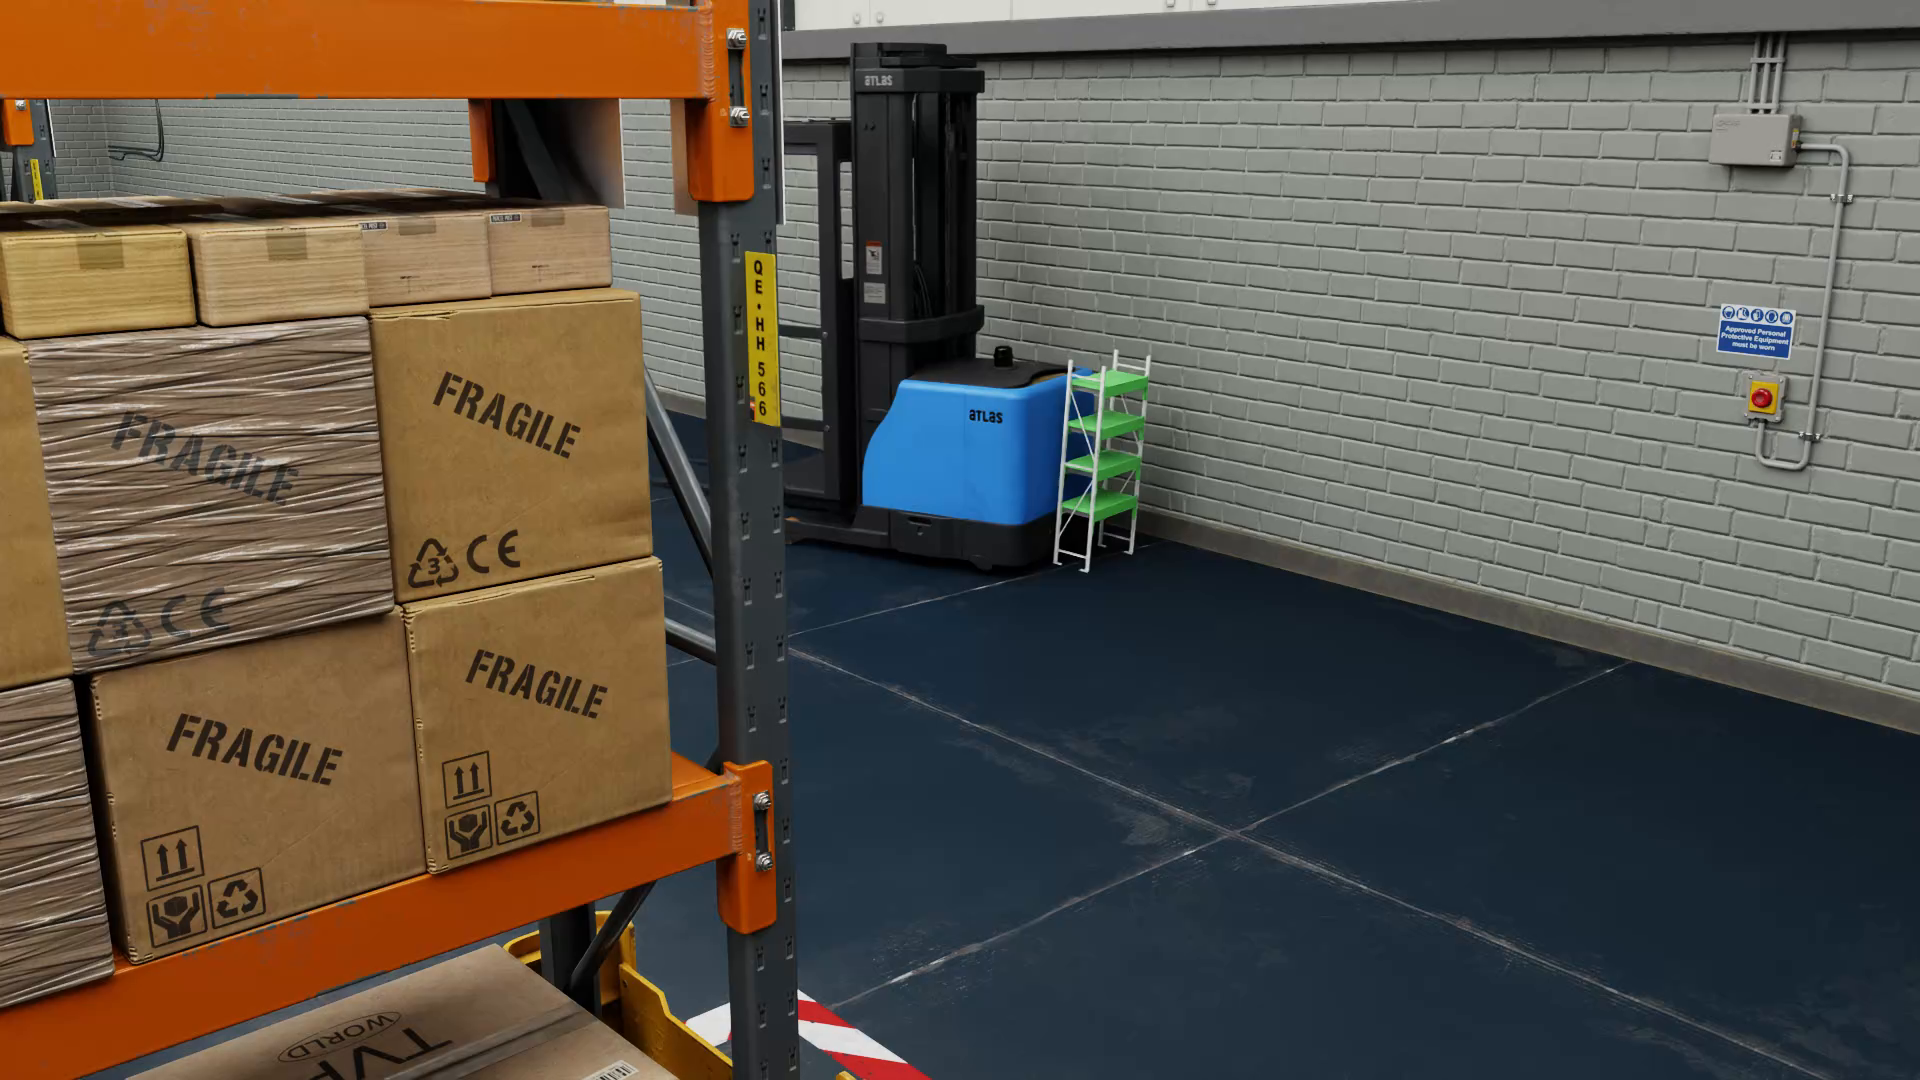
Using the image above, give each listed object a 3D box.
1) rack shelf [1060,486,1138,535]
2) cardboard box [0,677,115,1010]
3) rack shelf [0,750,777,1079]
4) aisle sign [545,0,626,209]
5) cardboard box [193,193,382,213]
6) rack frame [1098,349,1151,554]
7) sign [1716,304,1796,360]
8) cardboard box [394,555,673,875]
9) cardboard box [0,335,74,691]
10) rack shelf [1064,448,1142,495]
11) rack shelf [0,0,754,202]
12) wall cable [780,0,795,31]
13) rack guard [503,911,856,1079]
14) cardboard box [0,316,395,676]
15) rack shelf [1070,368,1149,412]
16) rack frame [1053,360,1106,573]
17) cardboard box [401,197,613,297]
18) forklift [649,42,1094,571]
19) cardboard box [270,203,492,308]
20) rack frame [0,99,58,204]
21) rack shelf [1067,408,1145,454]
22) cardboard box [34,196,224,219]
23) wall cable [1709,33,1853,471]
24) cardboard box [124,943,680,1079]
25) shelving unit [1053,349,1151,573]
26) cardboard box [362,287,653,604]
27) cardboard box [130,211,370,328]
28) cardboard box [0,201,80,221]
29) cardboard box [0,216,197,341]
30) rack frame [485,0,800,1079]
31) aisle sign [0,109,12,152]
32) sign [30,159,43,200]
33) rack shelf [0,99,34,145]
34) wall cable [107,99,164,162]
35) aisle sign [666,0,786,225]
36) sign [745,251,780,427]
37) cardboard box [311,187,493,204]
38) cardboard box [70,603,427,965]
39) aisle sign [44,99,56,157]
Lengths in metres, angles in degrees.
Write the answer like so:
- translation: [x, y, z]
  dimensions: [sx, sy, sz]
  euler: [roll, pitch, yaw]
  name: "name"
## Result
- translation: [0.805, -0.173, 9.716]
  dimensions: [0.258, 0.148, 0.480]
  euler: [15, 21, 34]
  name: "rack shelf"
- translation: [-1.683, 0.440, 2.596]
  dimensions: [0.500, 0.500, 0.500]
  euler: [-12, 19, -38]
  name: "cardboard box"
- translation: [-2.232, 0.870, 2.573]
  dimensions: [4.000, 0.370, 1.077]
  euler: [-13, 19, -39]
  name: "rack shelf"
- translation: [-0.859, -1.141, 3.670]
  dimensions: [0.004, 0.787, 0.394]
  euler: [-13, 19, -39]
  name: "aisle sign"
- translation: [-1.324, -0.596, 3.281]
  dimensions: [0.250, 0.149, 0.380]
  euler: [-12, 19, -38]
  name: "cardboard box"
- translation: [0.968, -0.514, 9.814]
  dimensions: [0.240, 1.200, 0.015]
  euler: [15, 21, 34]
  name: "rack frame"
- translation: [3.530, -0.926, 7.381]
  dimensions: [0.001, 0.218, 0.327]
  euler: [-13, 19, -39]
  name: "sign"
- translation: [-0.913, 0.269, 3.237]
  dimensions: [0.500, 0.500, 0.500]
  euler: [-13, 19, -39]
  name: "cardboard box"
- translation: [-1.681, -0.042, 2.463]
  dimensions: [0.500, 0.500, 0.500]
  euler: [-13, 20, -40]
  name: "cardboard box"
- translation: [0.818, -0.402, 9.644]
  dimensions: [0.258, 0.148, 0.480]
  euler: [15, 21, 34]
  name: "rack shelf"
- translation: [-2.232, -0.579, 2.186]
  dimensions: [4.000, 0.370, 1.077]
  euler: [-13, 19, -39]
  name: "rack shelf"
- translation: [-0.700, -6.485, 10.856]
  dimensions: [0.120, 5.999, 2.277]
  euler: [-13, 19, -39]
  name: "wall cable"
- translation: [-0.705, 1.388, 4.086]
  dimensions: [0.348, 0.500, 1.175]
  euler: [-13, 19, -39]
  name: "rack guard"
- translation: [-1.306, -0.125, 2.774]
  dimensions: [0.500, 0.500, 0.500]
  euler: [-13, 19, -39]
  name: "cardboard box"
- translation: [0.845, -0.859, 9.501]
  dimensions: [0.258, 0.148, 0.480]
  euler: [15, 21, 34]
  name: "rack shelf"
- translation: [0.677, -0.412, 9.436]
  dimensions: [0.240, 1.200, 0.015]
  euler: [15, 21, 34]
  name: "rack frame"
- translation: [-0.862, -0.561, 3.149]
  dimensions: [0.250, 0.149, 0.380]
  euler: [-12, 19, -39]
  name: "cardboard box"
- translation: [-0.716, -1.496, 10.171]
  dimensions: [3.031, 2.935, 1.130]
  euler: [8, 17, 29]
  name: "forklift"
- translation: [-1.038, -0.513, 2.971]
  dimensions: [0.250, 0.149, 0.380]
  euler: [-12, 19, -38]
  name: "cardboard box"
- translation: [-4.049, -0.763, 7.292]
  dimensions: [0.127, 3.000, 1.000]
  euler: [-13, 19, -39]
  name: "rack frame"
- translation: [0.832, -0.631, 9.573]
  dimensions: [0.258, 0.148, 0.480]
  euler: [15, 21, 34]
  name: "rack shelf"
- translation: [-1.595, -0.575, 3.200]
  dimensions: [0.250, 0.149, 0.380]
  euler: [-12, 19, -38]
  name: "cardboard box"
- translation: [3.515, -1.282, 7.206]
  dimensions: [0.123, 1.953, 0.585]
  euler: [-13, 19, -39]
  name: "wall cable"
- translation: [-1.155, 1.350, 3.534]
  dimensions: [0.875, 0.438, 0.875]
  euler: [-14, 20, -41]
  name: "cardboard box"
- translation: [0.822, -0.463, 9.625]
  dimensions: [0.258, 1.200, 0.503]
  euler: [15, 21, 34]
  name: "shelving unit"
- translation: [-0.931, -0.219, 3.127]
  dimensions: [0.500, 0.500, 0.500]
  euler: [-12, 19, -38]
  name: "cardboard box"
- translation: [-1.178, -0.453, 2.746]
  dimensions: [0.250, 0.149, 0.380]
  euler: [-13, 20, -40]
  name: "cardboard box"
- translation: [-1.782, -0.526, 3.020]
  dimensions: [0.250, 0.149, 0.380]
  euler: [-13, 20, -41]
  name: "cardboard box"
- translation: [-1.395, -0.418, 2.616]
  dimensions: [0.250, 0.149, 0.380]
  euler: [-12, 19, -38]
  name: "cardboard box"
- translation: [-0.721, 0.185, 3.746]
  dimensions: [0.053, 2.616, 0.949]
  euler: [-13, 19, -39]
  name: "rack frame"
- translation: [-4.191, -2.089, 7.222]
  dimensions: [0.004, 0.787, 0.394]
  euler: [-13, 19, -39]
  name: "aisle sign"
- translation: [-3.700, -1.363, 6.685]
  dimensions: [0.005, 0.325, 0.100]
  euler: [-13, 19, -39]
  name: "sign"
- translation: [-5.558, -1.525, 5.730]
  dimensions: [4.000, 0.370, 1.077]
  euler: [-13, 19, -39]
  name: "rack shelf"
- translation: [-12.482, -6.925, 24.755]
  dimensions: [0.112, 2.526, 3.097]
  euler: [-13, 19, -39]
  name: "wall cable"
- translation: [-0.465, -1.024, 3.233]
  dimensions: [0.004, 0.787, 0.394]
  euler: [-13, 19, -39]
  name: "aisle sign"
- translation: [-0.377, -0.382, 3.164]
  dimensions: [0.005, 0.325, 0.100]
  euler: [-13, 19, -39]
  name: "sign"
- translation: [-1.173, -0.654, 3.500]
  dimensions: [0.250, 0.149, 0.380]
  euler: [-12, 19, -38]
  name: "cardboard box"
- translation: [-1.302, 0.351, 2.929]
  dimensions: [0.500, 0.500, 0.500]
  euler: [-13, 20, -41]
  name: "cardboard box"
- translation: [-3.797, -1.972, 6.784]
  dimensions: [0.004, 0.787, 0.394]
  euler: [-13, 19, -39]
  name: "aisle sign"
